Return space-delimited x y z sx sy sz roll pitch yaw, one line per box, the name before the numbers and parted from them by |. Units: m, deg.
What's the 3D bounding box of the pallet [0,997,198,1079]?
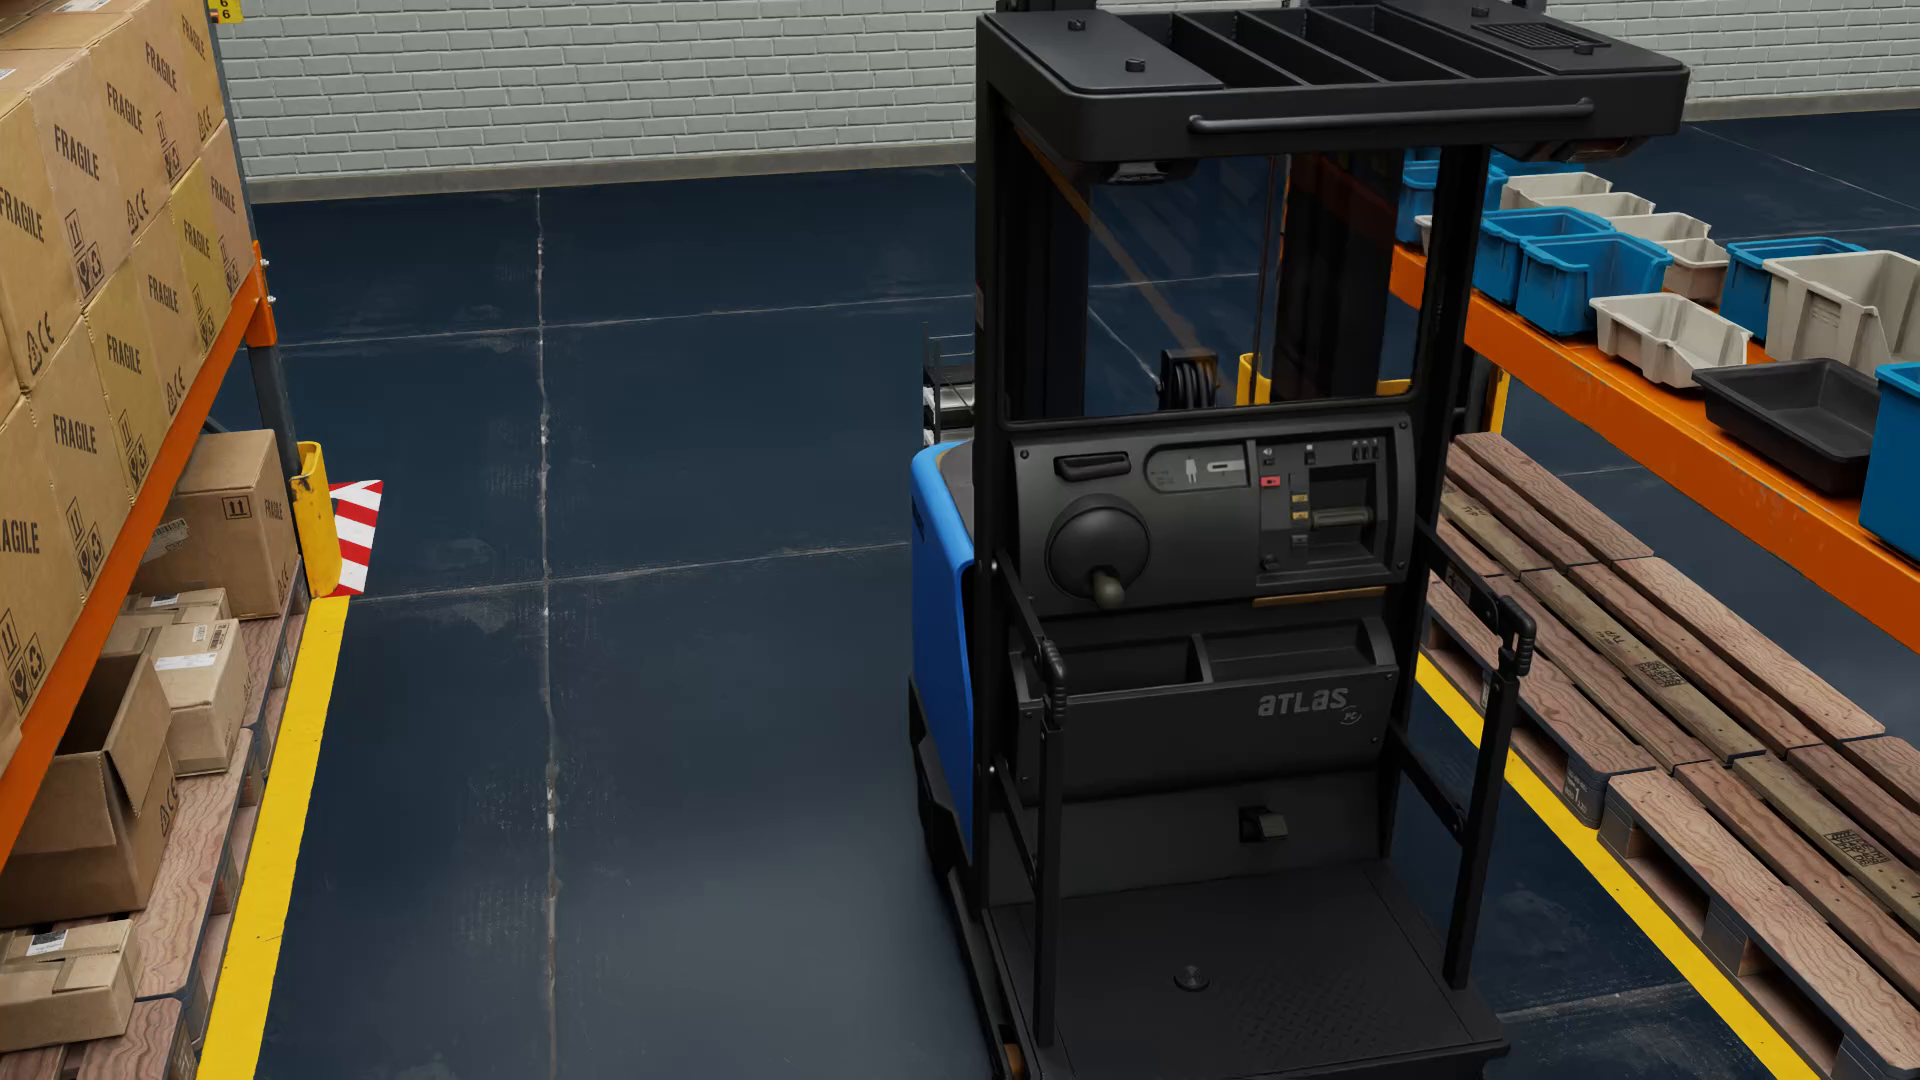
pallet | -2.256 1.524 3.497 1.003 0.211 1.213 -6 27 -12

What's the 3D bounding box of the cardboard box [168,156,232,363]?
cardboard box | -2.517 -0.824 4.943 0.500 0.500 0.500 -6 27 -11

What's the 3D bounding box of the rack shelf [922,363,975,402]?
rack shelf | -0.002 -0.617 6.448 0.258 0.077 0.200 -6 27 -12

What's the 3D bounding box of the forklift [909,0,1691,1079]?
forklift | 0.621 -0.026 3.548 1.130 2.935 3.031 -5 27 -10

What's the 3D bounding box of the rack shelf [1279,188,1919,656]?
rack shelf | 2.274 -0.478 5.166 1.077 0.370 4.000 -6 27 -12

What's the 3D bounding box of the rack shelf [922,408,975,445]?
rack shelf | -0.002 -0.456 6.529 0.258 0.077 0.200 -6 27 -12

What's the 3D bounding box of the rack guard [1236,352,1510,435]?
rack guard | 1.805 -0.570 7.325 1.175 0.500 0.348 -6 27 -12

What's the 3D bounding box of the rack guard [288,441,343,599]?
rack guard | -2.986 -0.026 6.248 1.175 0.500 0.348 -6 27 -12

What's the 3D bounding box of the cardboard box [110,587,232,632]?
cardboard box | -2.637 0.293 5.496 0.380 0.166 0.250 -6 27 -12

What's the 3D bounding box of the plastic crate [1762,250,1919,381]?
plastic crate | 2.560 -0.584 4.643 0.437 0.282 0.530 -6 27 -12

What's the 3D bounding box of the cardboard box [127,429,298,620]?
cardboard box | -2.641 -0.043 5.791 0.500 0.500 0.500 -6 27 -12

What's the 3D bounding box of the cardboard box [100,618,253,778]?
cardboard box | -2.456 0.489 5.015 0.500 0.250 0.500 -6 27 -12

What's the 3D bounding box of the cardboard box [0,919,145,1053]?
cardboard box | -2.190 1.064 3.970 0.380 0.166 0.250 -6 27 -12

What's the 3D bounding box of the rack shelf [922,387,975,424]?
rack shelf | -0.002 -0.536 6.488 0.258 0.077 0.200 -6 27 -12

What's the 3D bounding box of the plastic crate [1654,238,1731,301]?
plastic crate | 2.406 -0.870 5.371 0.298 0.136 0.250 -6 27 -12

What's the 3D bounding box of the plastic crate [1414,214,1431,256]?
plastic crate | 1.703 -0.997 5.623 0.250 0.136 0.298 -6 27 -12

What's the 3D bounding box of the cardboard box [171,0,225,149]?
cardboard box | -2.635 -1.499 5.171 0.500 0.500 0.500 -6 27 -12

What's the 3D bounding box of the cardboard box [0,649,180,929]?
cardboard box | -2.530 0.674 4.368 0.797 0.503 0.637 -6 27 -12

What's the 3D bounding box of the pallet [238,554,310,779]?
pallet | -2.806 0.453 5.620 1.003 0.211 1.213 -6 27 -12

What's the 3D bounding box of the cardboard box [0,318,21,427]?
cardboard box | -2.051 -0.373 2.939 0.500 0.500 0.500 -7 28 -13

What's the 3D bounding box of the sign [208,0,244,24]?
sign | -2.458 -1.881 5.513 0.100 0.325 0.005 -6 27 -12

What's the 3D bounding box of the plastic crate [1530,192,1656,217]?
plastic crate | 2.235 -1.118 5.862 0.396 0.136 0.243 -6 27 -12

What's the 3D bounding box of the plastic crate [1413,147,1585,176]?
plastic crate | 2.081 -1.592 6.469 0.616 0.435 0.499 -6 27 -12

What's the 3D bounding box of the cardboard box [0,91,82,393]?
cardboard box | -2.166 -0.598 3.386 0.500 0.500 0.500 -7 28 -13

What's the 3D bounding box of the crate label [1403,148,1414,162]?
crate label | 1.558 -1.487 6.487 0.416 0.233 0.303 -6 27 -12

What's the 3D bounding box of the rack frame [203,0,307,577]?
rack frame | -3.003 -1.176 5.750 1.000 3.000 0.127 -6 27 -12

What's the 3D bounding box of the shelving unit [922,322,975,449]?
shelving unit | -0.002 -0.405 6.554 0.258 0.900 0.210 -6 27 -12

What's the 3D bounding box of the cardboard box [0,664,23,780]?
cardboard box | -1.951 0.284 2.747 0.500 0.500 0.500 -5 27 -10

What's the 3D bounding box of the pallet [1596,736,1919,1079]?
pallet | 2.521 1.005 4.525 1.003 0.211 1.213 -6 27 -12

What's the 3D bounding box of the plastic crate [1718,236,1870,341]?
plastic crate | 2.536 -0.754 5.033 0.416 0.233 0.300 -6 27 -12

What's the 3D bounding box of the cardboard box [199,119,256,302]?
cardboard box | -2.637 -1.051 5.393 0.500 0.500 0.500 -5 27 -10

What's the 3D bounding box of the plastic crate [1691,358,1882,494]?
plastic crate | 2.211 -0.289 4.233 0.437 0.125 0.590 -6 27 -12

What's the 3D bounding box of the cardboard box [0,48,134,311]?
cardboard box | -2.283 -0.825 3.835 0.500 0.500 0.500 -5 27 -10

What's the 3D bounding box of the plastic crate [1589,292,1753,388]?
plastic crate | 2.040 -0.564 4.765 0.293 0.136 0.466 -6 27 -12

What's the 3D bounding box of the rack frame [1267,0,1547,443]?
rack frame | 1.823 -1.677 6.744 1.000 3.000 0.127 -6 27 -12

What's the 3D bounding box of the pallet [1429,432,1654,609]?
pallet | 1.971 -0.066 6.647 1.003 0.211 1.213 -6 27 -12

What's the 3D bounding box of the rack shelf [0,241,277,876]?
rack shelf | -2.553 0.023 4.173 1.077 0.370 4.000 -6 27 -12

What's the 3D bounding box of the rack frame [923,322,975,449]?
rack frame | -0.025 -0.450 6.643 0.240 0.900 0.006 -6 27 -12

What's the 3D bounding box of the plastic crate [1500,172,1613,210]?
plastic crate | 2.184 -1.247 6.117 0.396 0.136 0.243 -6 27 -12

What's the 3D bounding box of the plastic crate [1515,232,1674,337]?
plastic crate | 1.923 -0.778 5.081 0.416 0.233 0.300 -6 27 -12

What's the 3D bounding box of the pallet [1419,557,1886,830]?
pallet | 2.243 0.468 5.588 1.003 0.211 1.213 -6 27 -12

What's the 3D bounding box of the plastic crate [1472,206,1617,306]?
plastic crate | 1.855 -0.909 5.342 0.416 0.233 0.300 -6 27 -12

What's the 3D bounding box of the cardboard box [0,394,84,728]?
cardboard box | -2.070 0.060 3.192 0.500 0.500 0.500 -5 27 -11

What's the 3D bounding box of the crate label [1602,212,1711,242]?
crate label | 2.321 -0.998 5.624 0.396 0.136 0.243 -6 27 -12

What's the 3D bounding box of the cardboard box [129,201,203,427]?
cardboard box | -2.410 -0.604 4.508 0.500 0.500 0.500 -6 27 -11

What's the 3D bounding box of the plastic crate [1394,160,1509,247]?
plastic crate | 1.707 -1.198 5.914 0.416 0.233 0.300 -6 27 -12

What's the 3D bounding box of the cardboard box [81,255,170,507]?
cardboard box | -2.296 -0.383 4.069 0.500 0.500 0.500 -6 27 -12

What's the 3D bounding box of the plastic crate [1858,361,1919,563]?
plastic crate | 2.287 -0.111 3.592 0.392 0.384 0.575 -6 27 -12

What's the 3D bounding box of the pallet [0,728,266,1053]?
pallet | -2.534 0.987 4.560 1.003 0.211 1.213 -6 27 -12

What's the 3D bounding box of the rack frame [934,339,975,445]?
rack frame | 0.021 -0.361 6.466 0.240 0.900 0.006 -6 27 -12

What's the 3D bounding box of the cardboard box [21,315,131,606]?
cardboard box | -2.180 -0.160 3.627 0.500 0.500 0.500 -6 27 -12

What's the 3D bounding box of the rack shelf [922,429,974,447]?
rack shelf | -0.002 -0.376 6.569 0.258 0.077 0.200 -6 27 -12

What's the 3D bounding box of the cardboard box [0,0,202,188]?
cardboard box | -2.520 -1.278 4.732 0.500 0.500 0.500 -5 27 -10

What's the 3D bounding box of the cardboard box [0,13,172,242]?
cardboard box | -2.399 -1.050 4.282 0.500 0.500 0.500 -5 27 -10
